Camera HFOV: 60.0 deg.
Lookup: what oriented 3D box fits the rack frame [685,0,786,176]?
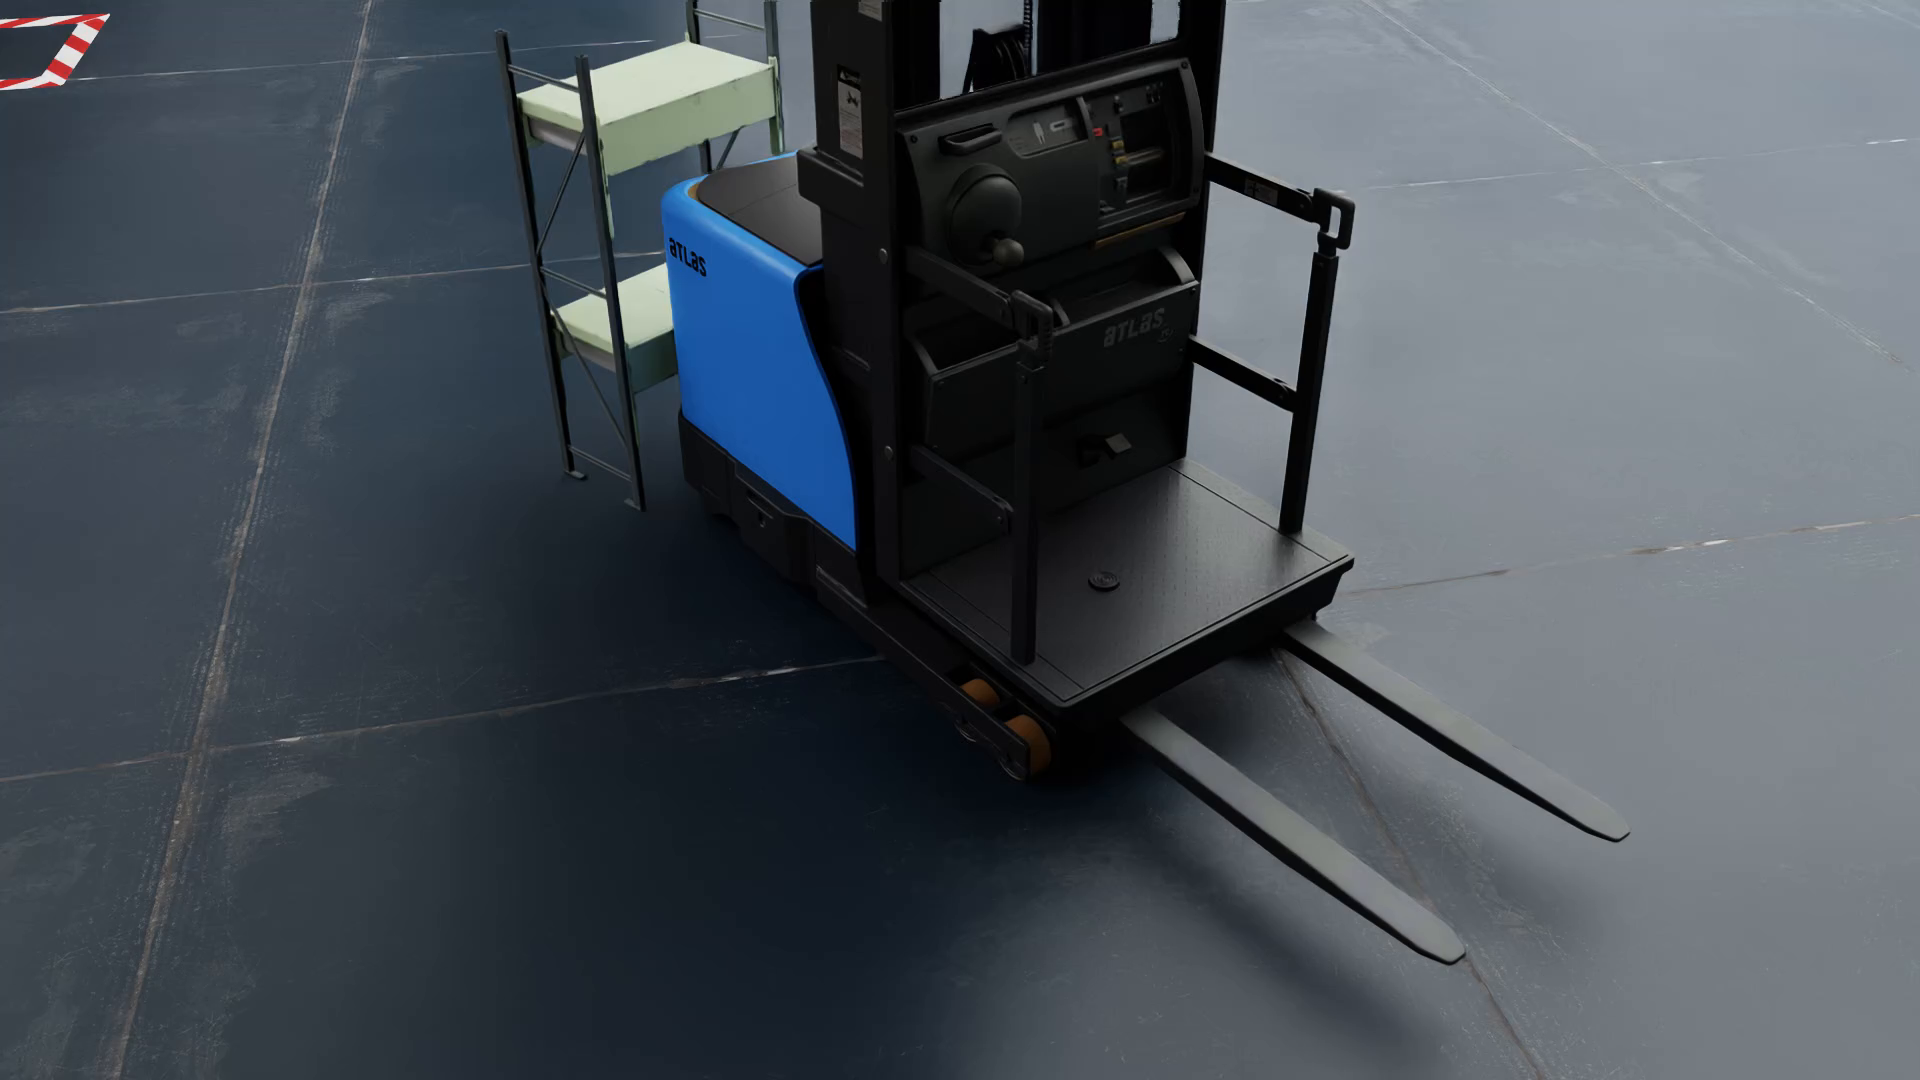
[{"bbox_3d":[-0.722,-1.103,5.617,0.400,1.500,0.023,25,41,33],"label":"rack frame"}]

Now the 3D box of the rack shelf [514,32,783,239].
[{"bbox_3d":[-0.959,-1.272,5.169,0.431,0.370,0.720,25,41,33],"label":"rack shelf"}]

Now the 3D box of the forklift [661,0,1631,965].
[{"bbox_3d":[0.386,-0.901,4.034,1.130,2.935,3.031,-23,40,-31],"label":"forklift"}]

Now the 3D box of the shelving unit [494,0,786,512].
[{"bbox_3d":[-0.958,-0.947,5.385,0.431,1.500,0.755,25,41,33],"label":"shelving unit"}]

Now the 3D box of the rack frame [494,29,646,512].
[{"bbox_3d":[-1.194,-0.791,5.153,0.400,1.500,0.023,25,41,33],"label":"rack frame"}]

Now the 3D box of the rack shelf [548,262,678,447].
[{"bbox_3d":[-0.957,-0.676,5.566,0.431,0.370,0.720,25,41,33],"label":"rack shelf"}]
